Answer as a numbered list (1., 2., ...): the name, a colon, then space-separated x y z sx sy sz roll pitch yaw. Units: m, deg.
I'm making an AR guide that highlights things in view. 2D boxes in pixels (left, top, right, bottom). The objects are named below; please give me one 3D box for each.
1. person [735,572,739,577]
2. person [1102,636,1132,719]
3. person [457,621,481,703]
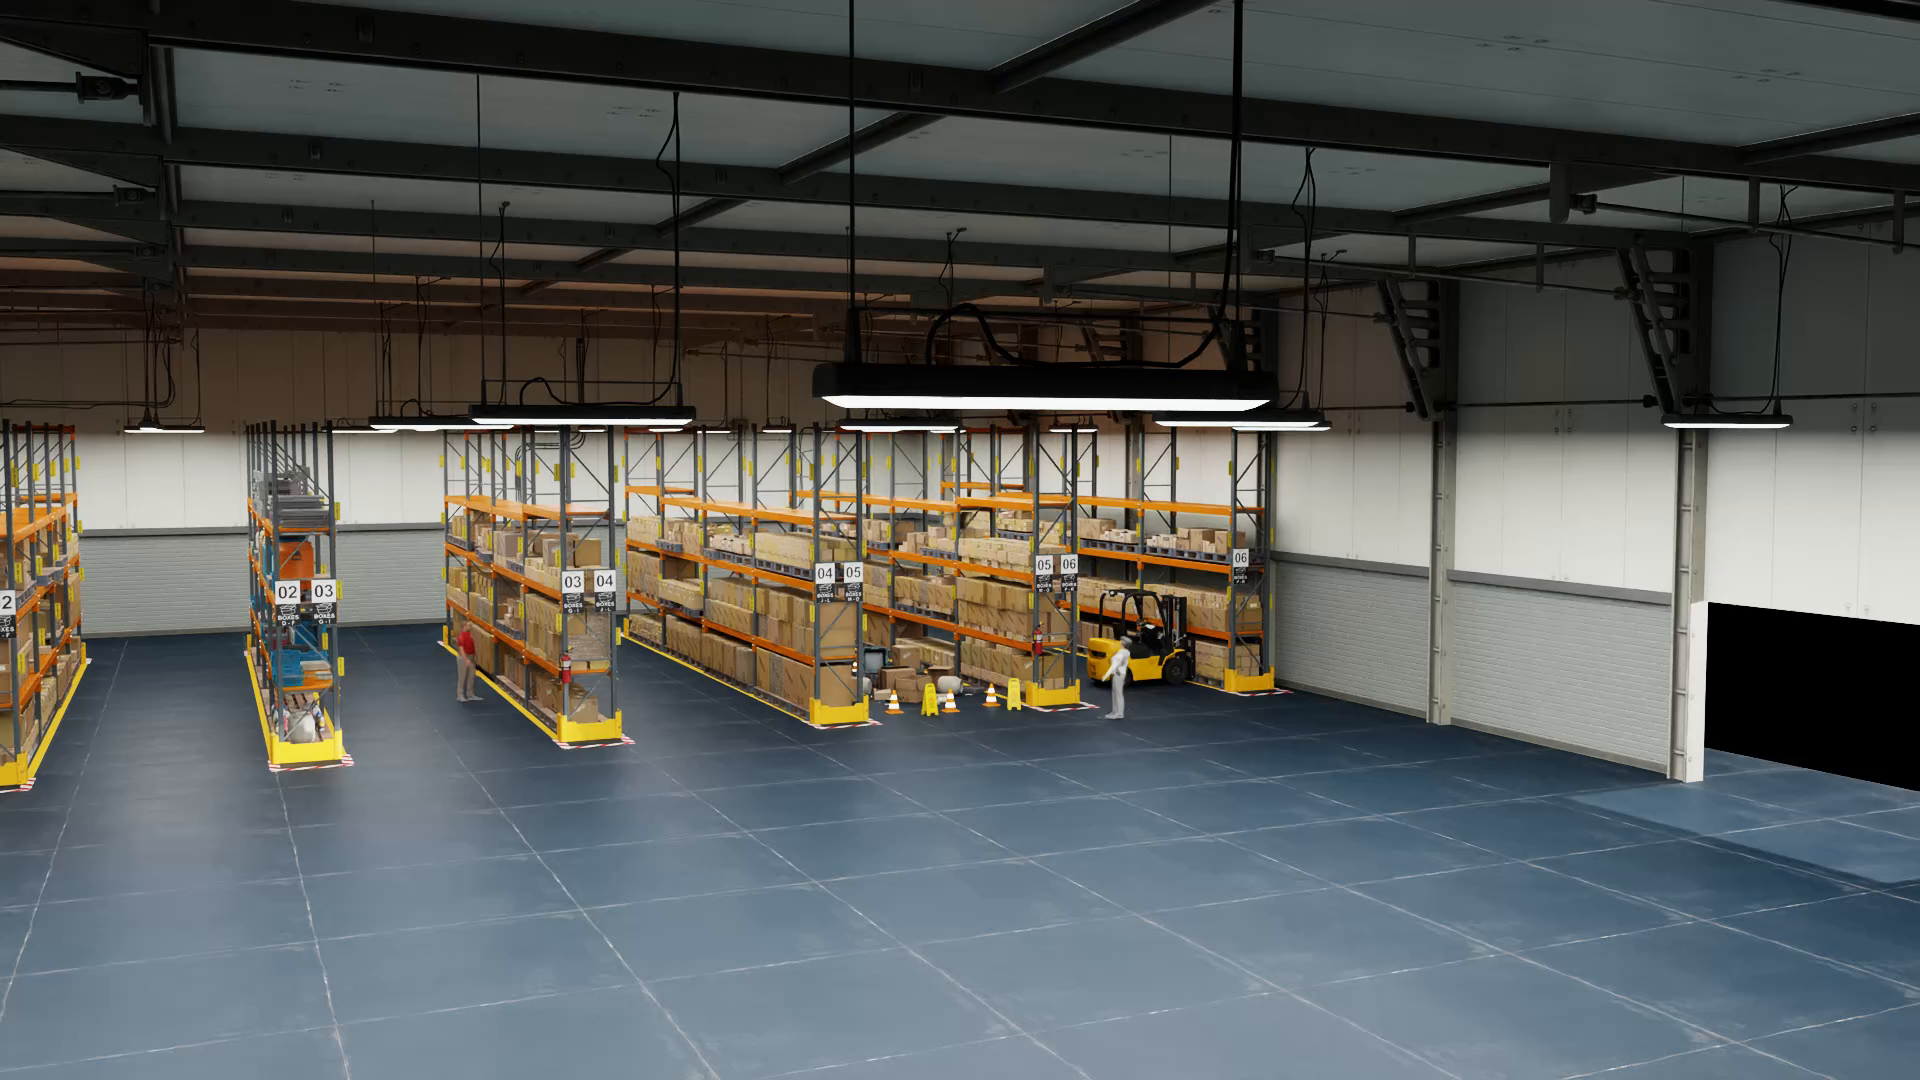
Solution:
1. person: -6.565 1.776 49.084 0.586 1.824 0.464 1 4 17
2. person: 3.168 2.783 33.640 0.628 1.685 0.488 0 4 -3
3. person: -10.626 2.622 35.912 0.475 1.744 0.576 1 4 17
